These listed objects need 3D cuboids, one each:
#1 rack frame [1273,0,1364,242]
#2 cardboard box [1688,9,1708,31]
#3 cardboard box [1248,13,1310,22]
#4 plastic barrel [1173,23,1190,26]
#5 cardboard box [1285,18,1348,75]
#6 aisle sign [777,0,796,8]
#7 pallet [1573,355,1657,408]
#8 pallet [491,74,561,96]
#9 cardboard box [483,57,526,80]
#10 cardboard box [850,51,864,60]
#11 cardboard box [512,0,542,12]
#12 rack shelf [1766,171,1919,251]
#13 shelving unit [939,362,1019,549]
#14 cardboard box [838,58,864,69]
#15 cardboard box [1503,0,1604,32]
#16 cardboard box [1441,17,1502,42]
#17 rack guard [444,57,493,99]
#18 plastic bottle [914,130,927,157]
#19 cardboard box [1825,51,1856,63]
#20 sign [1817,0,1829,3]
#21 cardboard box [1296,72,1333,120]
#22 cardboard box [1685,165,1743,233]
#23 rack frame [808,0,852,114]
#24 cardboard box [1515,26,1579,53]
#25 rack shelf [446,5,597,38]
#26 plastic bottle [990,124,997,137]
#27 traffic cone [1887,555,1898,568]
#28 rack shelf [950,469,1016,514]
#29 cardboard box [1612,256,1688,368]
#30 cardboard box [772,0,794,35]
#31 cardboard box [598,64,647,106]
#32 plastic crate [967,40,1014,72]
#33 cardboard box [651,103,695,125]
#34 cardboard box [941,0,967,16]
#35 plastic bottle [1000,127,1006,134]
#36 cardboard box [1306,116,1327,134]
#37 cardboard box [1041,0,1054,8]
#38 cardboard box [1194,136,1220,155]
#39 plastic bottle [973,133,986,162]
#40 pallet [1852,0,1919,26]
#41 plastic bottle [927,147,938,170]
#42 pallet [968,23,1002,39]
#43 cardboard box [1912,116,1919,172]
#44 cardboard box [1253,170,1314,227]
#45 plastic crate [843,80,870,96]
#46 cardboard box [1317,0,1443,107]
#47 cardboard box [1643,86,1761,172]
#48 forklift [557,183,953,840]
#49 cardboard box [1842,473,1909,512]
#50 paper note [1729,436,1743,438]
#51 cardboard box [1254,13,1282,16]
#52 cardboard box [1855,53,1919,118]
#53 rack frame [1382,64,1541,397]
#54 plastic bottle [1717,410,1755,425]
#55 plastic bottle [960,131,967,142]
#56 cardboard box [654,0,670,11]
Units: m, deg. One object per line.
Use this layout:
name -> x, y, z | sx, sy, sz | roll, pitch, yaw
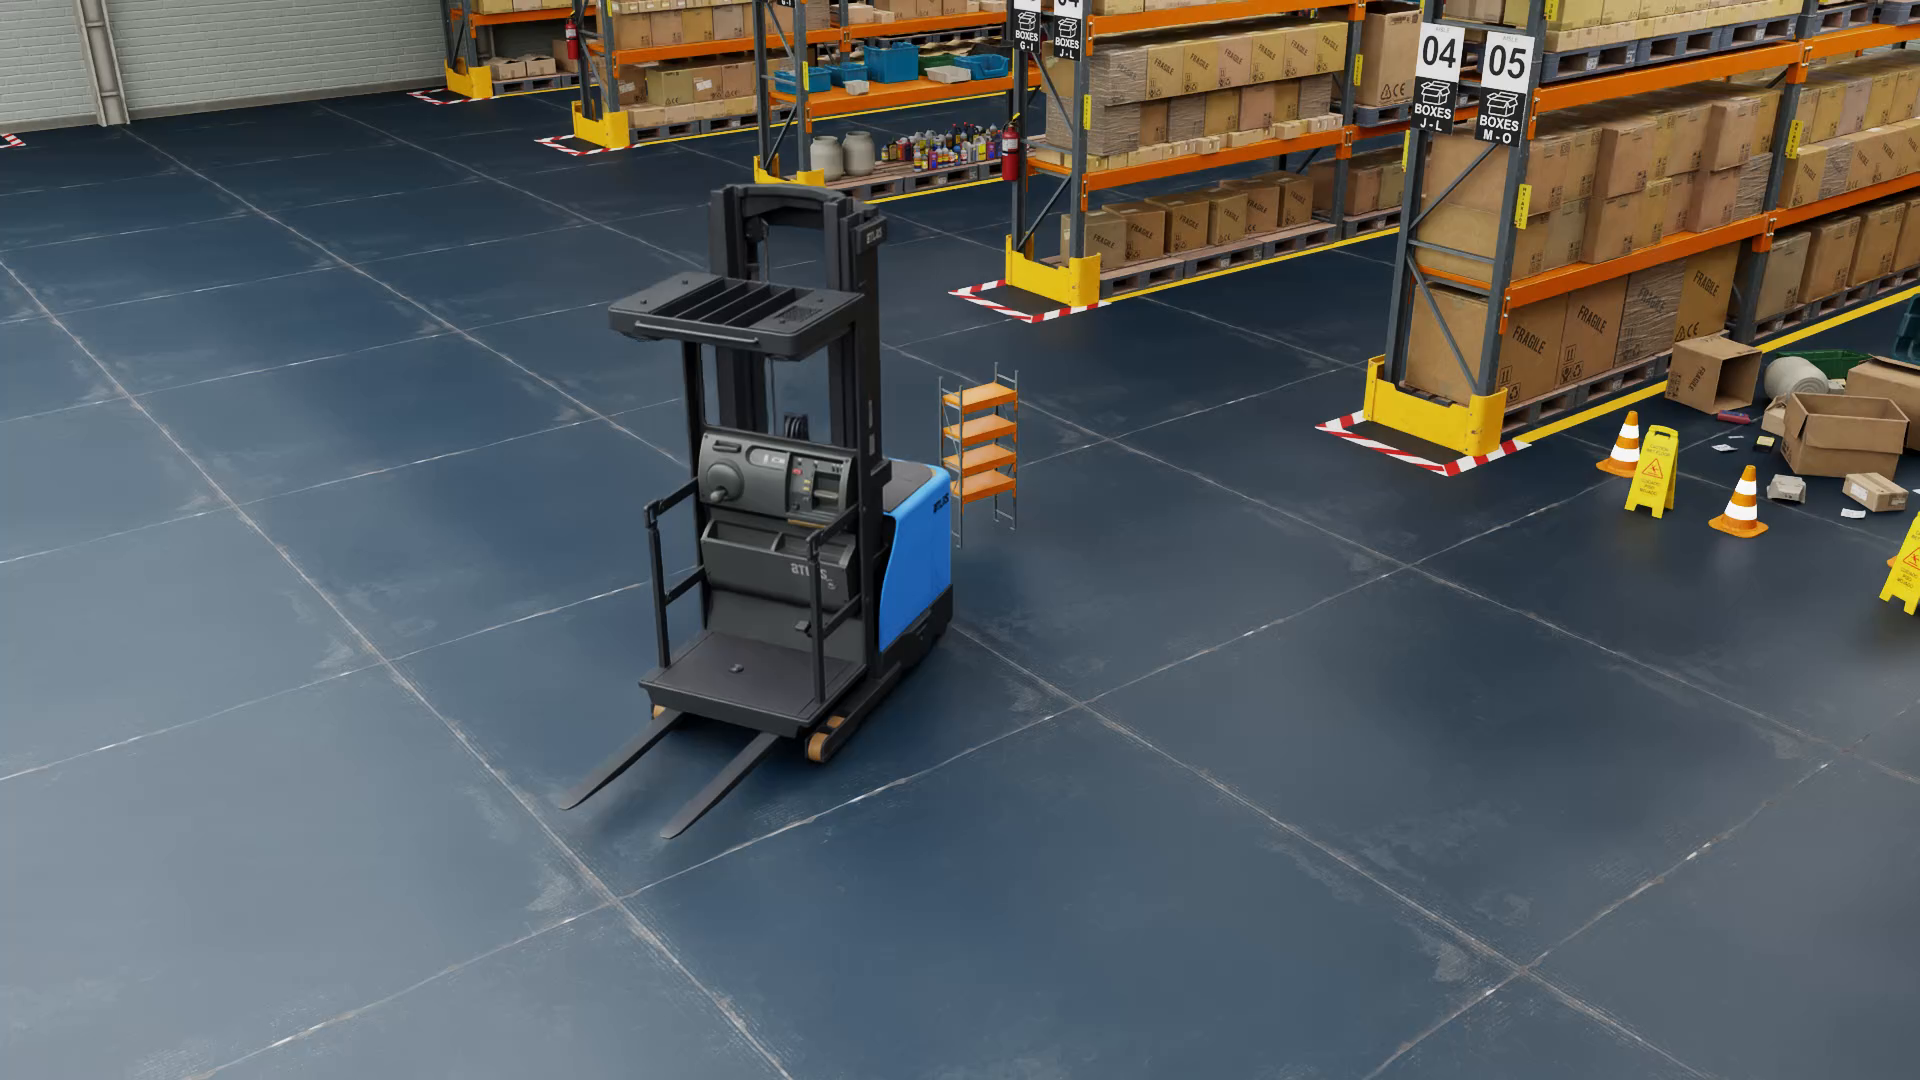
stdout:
rack frame -> 4.039, -4.961, 18.877 | 0.127, 3.000, 1.000 | -18, 31, -34
cardboard box -> 5.731, -4.177, 13.305 | 0.250, 0.149, 0.380 | -18, 31, -34
cardboard box -> 3.528, -5.562, 18.512 | 0.500, 0.500, 0.500 | -18, 31, -34
plastic barrel -> 3.122, -7.244, 23.663 | 0.421, 0.512, 0.421 | 0, 25, 0
cardboard box -> 3.855, -5.387, 18.134 | 0.500, 0.500, 0.500 | -18, 31, -34
aisle sign -> -2.040, -6.626, 19.376 | 0.004, 0.787, 0.394 | -18, 31, -34
pallet -> 5.413, -1.537, 14.810 | 1.213, 0.211, 1.003 | -18, 31, -34
pallet -> -7.557, -7.799, 28.304 | 1.213, 0.211, 1.003 | -18, 31, -34
cardboard box -> -7.678, -7.975, 28.041 | 0.500, 0.311, 0.500 | -23, 33, -40
cardboard box -> -1.523, -7.779, 27.049 | 0.500, 0.311, 0.500 | -17, 30, -33
cardboard box -> -7.298, -8.947, 27.619 | 0.500, 0.250, 0.500 | -19, 31, -36
rack shelf -> 8.594, -3.485, 16.550 | 4.000, 0.370, 1.077 | -18, 31, -34
shelving unit -> 0.130, -0.587, 11.590 | 0.503, 1.200, 0.258 | -18, 31, -34
cardboard box -> -1.592, -7.466, 26.376 | 0.500, 0.311, 0.500 | -18, 30, -34
cardboard box -> 4.411, -3.956, 12.356 | 0.500, 0.250, 0.500 | -18, 31, -34
cardboard box -> 3.925, -3.934, 12.781 | 0.250, 0.149, 0.380 | -18, 31, -34
rack guard -> -8.218, -7.731, 27.813 | 0.348, 0.500, 1.175 | -18, 31, -34
plastic bottle -> -0.538, -5.320, 22.274 | 0.185, 0.351, 0.144 | -17, 30, -32
cardboard box -> 13.028, -7.112, 25.537 | 0.875, 0.875, 0.875 | -18, 31, -34
sign -> 7.364, -4.739, 14.127 | 0.005, 0.325, 0.100 | -18, 31, -34
cardboard box -> 3.647, -5.045, 18.585 | 0.500, 0.500, 0.875 | -18, 31, -34
cardboard box -> 6.319, -3.110, 14.709 | 0.550, 0.550, 0.875 | -18, 31, -34
rack frame -> -2.070, -8.244, 25.950 | 0.127, 3.000, 1.000 | -18, 31, -34
cardboard box -> 4.340, -3.718, 12.316 | 0.250, 0.149, 0.380 | -18, 30, -34
rack shelf -> -6.704, -9.038, 28.515 | 4.000, 0.370, 1.077 | -18, 31, -34
plastic bottle -> 0.462, -5.626, 23.028 | 0.097, 0.271, 0.097 | 0, 25, 0
traffic cone -> 6.549, -0.027, 11.259 | 0.334, 0.463, 0.336 | -18, 31, -34
rack shelf -> 0.130, -0.346, 11.702 | 0.480, 0.148, 0.258 | -18, 31, -34
cardboard box -> 5.775, -2.143, 14.829 | 0.875, 0.875, 0.875 | -18, 30, -34
cardboard box -> -2.827, -8.033, 25.376 | 0.500, 0.500, 0.700 | -19, 31, -35
cardboard box -> -4.980, -6.726, 24.556 | 0.500, 0.500, 0.500 | -18, 31, -34
plastic crate -> 0.493, -6.480, 22.223 | 0.504, 0.338, 0.767 | -18, 31, -34
cardboard box -> -4.268, -6.345, 24.625 | 0.500, 0.250, 0.500 | -18, 31, -34
cardboard box -> -0.233, -8.887, 27.217 | 0.500, 0.500, 0.500 | -20, 32, -37
plastic bottle -> 0.565, -5.385, 22.414 | 0.185, 0.351, 0.144 | -18, 31, -34
cardboard box -> 3.849, -4.632, 18.466 | 0.250, 0.149, 0.380 | -18, 31, -34
cardboard box -> 1.114, -5.424, 16.489 | 0.500, 0.250, 0.500 | -17, 30, -33
cardboard box -> 2.503, -4.161, 17.450 | 0.250, 0.149, 0.380 | -18, 31, -34
plastic bottle -> 0.249, -5.203, 22.023 | 0.185, 0.351, 0.144 | -18, 31, -34
pallet -> 8.816, -5.129, 15.900 | 1.213, 0.211, 1.003 | -17, 30, -32
plastic bottle -> -0.356, -4.951, 21.558 | 0.133, 0.283, 0.061 | -18, 30, -33
pallet -> 0.604, -10.472, 34.063 | 1.213, 0.211, 1.003 | -18, 31, -34
cardboard box -> 9.586, -4.041, 16.775 | 0.500, 0.500, 0.500 | -18, 31, -34
cardboard box -> 3.700, -3.927, 19.119 | 0.500, 0.500, 0.500 | -19, 31, -36
plastic crate -> -1.262, -5.569, 20.500 | 0.250, 0.136, 0.298 | -18, 31, -34
cardboard box -> 4.751, -5.584, 19.007 | 1.000, 1.000, 1.000 | -18, 30, -34
cardboard box -> 6.348, -3.584, 14.448 | 0.550, 0.550, 0.875 | -18, 31, -34
forklift -> -1.103, -0.313, 8.942 | 1.130, 2.935, 3.031 | 11, 27, 22
cardboard box -> 6.791, -0.355, 12.339 | 0.250, 0.149, 0.380 | -3, 25, -7
paper note -> 6.321, -0.838, 13.544 | 0.123, 0.001, 0.032 | -3, 25, -7
cardboard box -> 5.700, -9.879, 31.916 | 0.637, 0.503, 0.797 | -18, 31, -34
cardboard box -> 9.412, -4.585, 16.759 | 0.500, 0.500, 0.700 | -19, 31, -35
rack frame -> 3.873, -2.253, 13.041 | 0.127, 3.000, 1.000 | -18, 31, -34
plastic bottle -> 6.482, -1.020, 13.875 | 0.283, 0.061, 0.133 | 15, 29, 29
plastic bottle -> 0.052, -5.414, 22.571 | 0.097, 0.271, 0.097 | 0, 25, 0
cardboard box -> -4.373, -7.709, 23.907 | 0.250, 0.149, 0.380 | -18, 30, -34
